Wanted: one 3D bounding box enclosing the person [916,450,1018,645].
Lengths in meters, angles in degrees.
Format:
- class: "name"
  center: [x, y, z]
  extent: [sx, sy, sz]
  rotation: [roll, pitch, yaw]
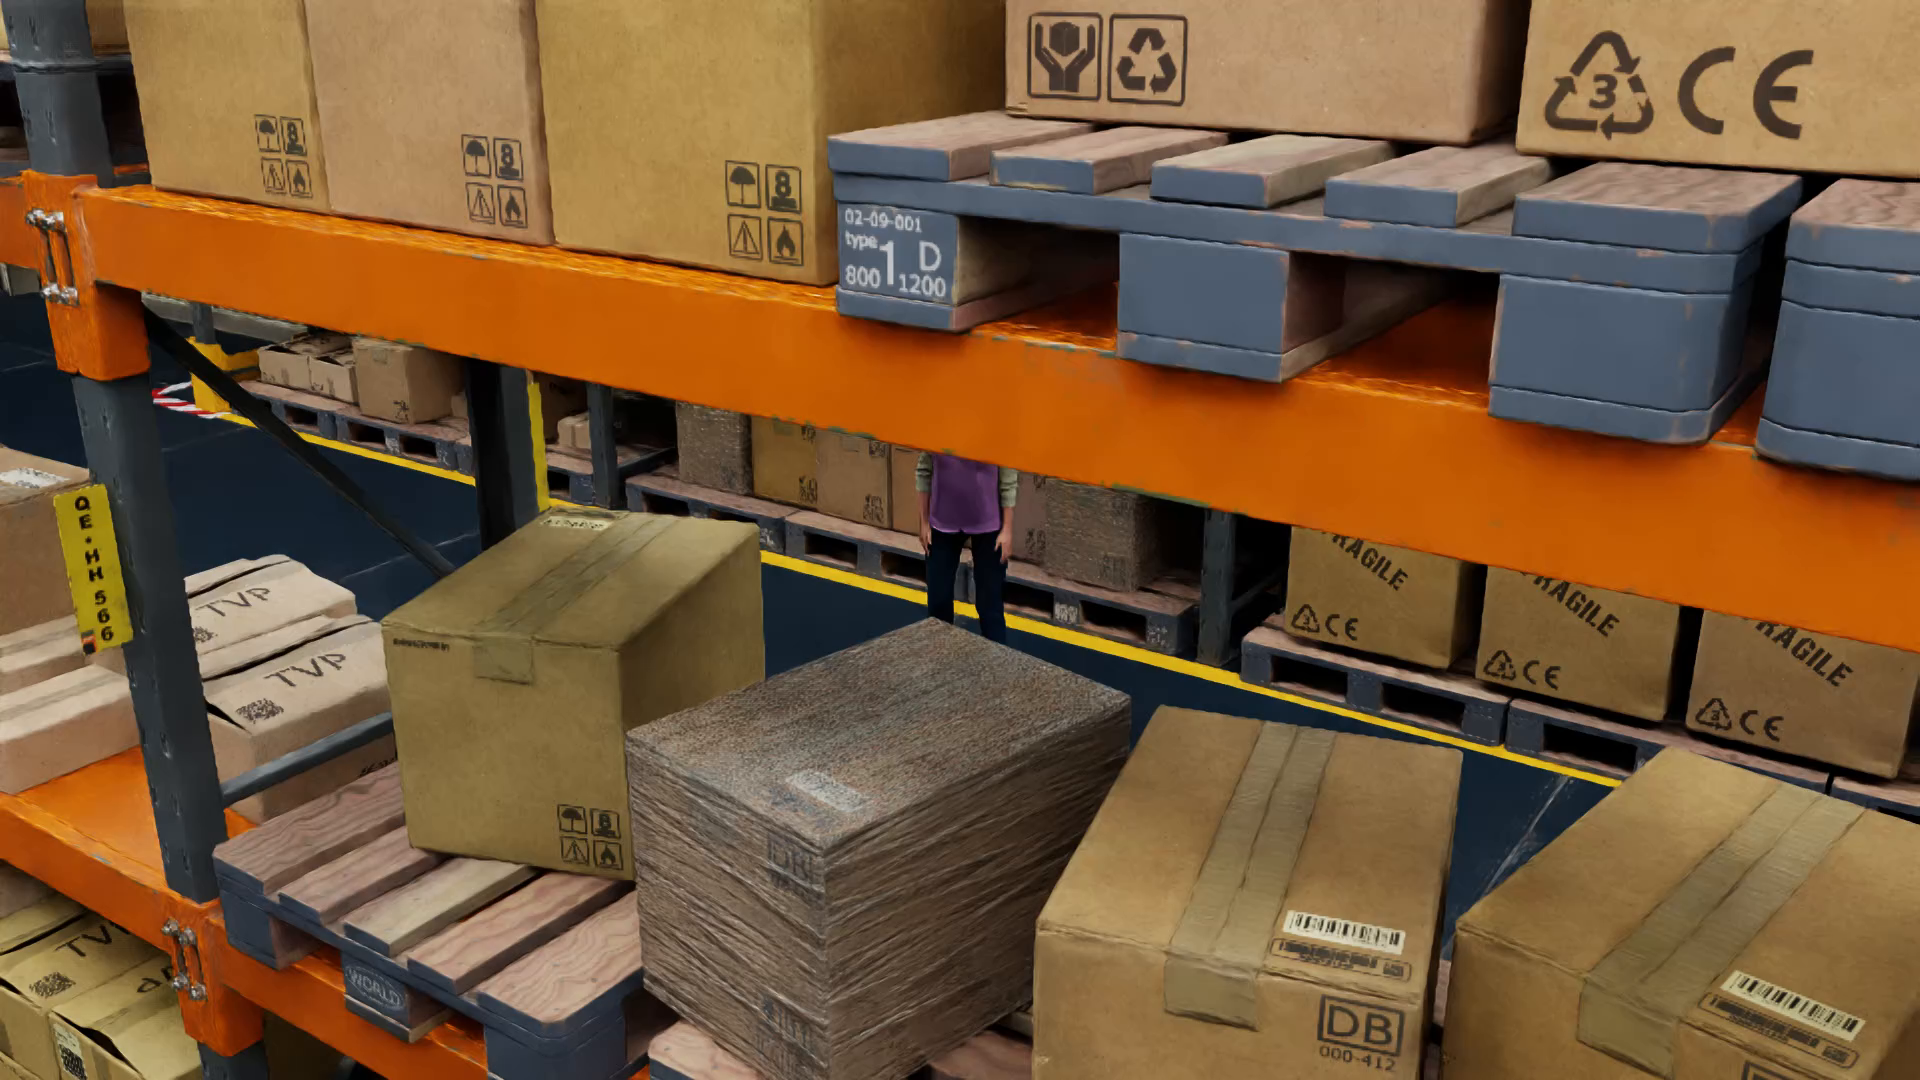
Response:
- class: "person"
  center: [0.023, -0.025, 7.162]
  extent: [0.453, 1.616, 0.368]
  rotation: [5, 21, 14]
